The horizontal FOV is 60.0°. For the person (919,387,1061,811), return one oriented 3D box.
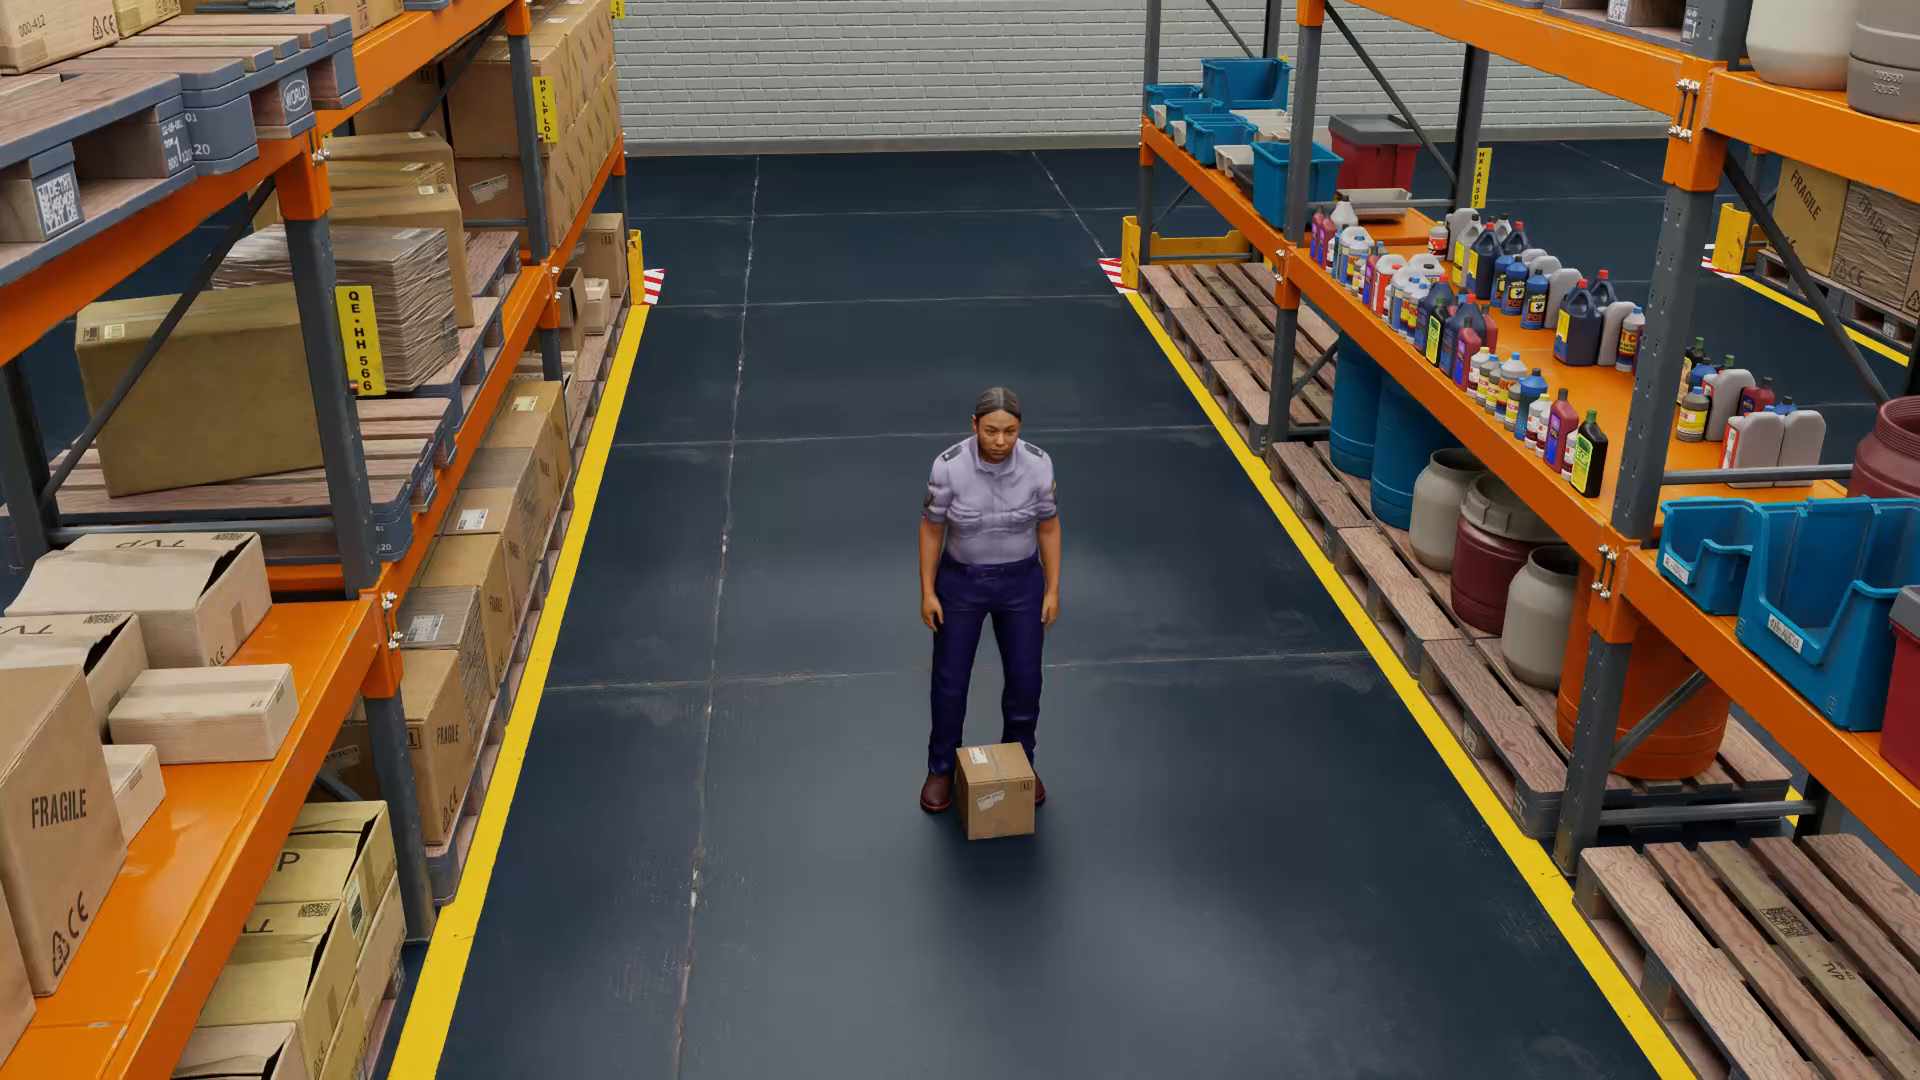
[{"bbox_3d":[0.105,0.202,6.154,0.538,1.652,0.371,-2,24,-5],"label":"person"}]
